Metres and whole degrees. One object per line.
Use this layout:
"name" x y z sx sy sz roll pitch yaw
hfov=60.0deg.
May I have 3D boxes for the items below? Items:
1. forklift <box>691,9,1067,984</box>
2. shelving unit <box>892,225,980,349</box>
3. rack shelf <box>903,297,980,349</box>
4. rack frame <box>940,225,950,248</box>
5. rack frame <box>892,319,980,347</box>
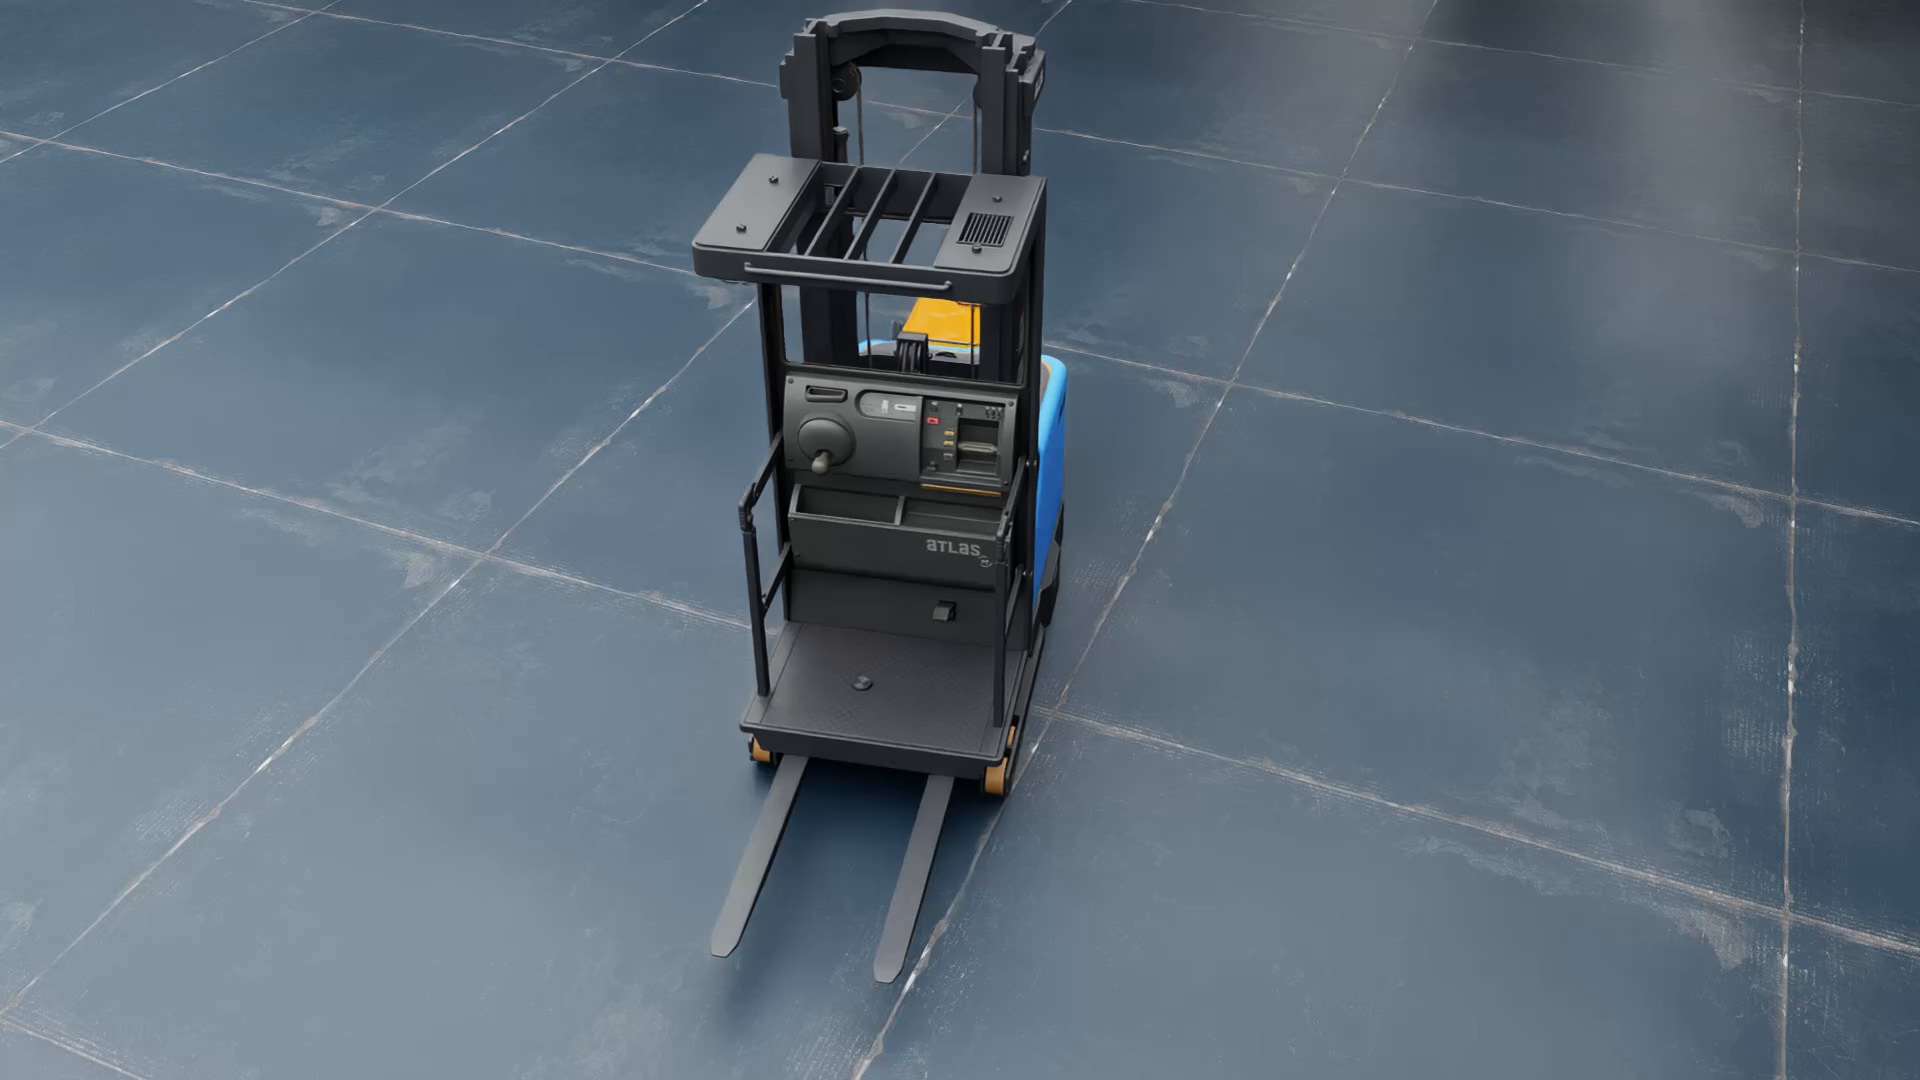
"forklift" -0.278 -0.354 6.377 1.130 2.935 3.031 7 37 9
"shelving unit" 0.035 -0.851 8.550 0.538 1.125 1.048 8 37 10
"rack shelf" 0.035 -1.085 8.375 0.538 0.278 1.000 8 37 10
"rack frame" 0.145 -1.148 8.948 0.500 1.125 0.032 8 37 10
"rack frame" -0.075 -0.554 8.153 0.500 1.125 0.032 8 37 10
